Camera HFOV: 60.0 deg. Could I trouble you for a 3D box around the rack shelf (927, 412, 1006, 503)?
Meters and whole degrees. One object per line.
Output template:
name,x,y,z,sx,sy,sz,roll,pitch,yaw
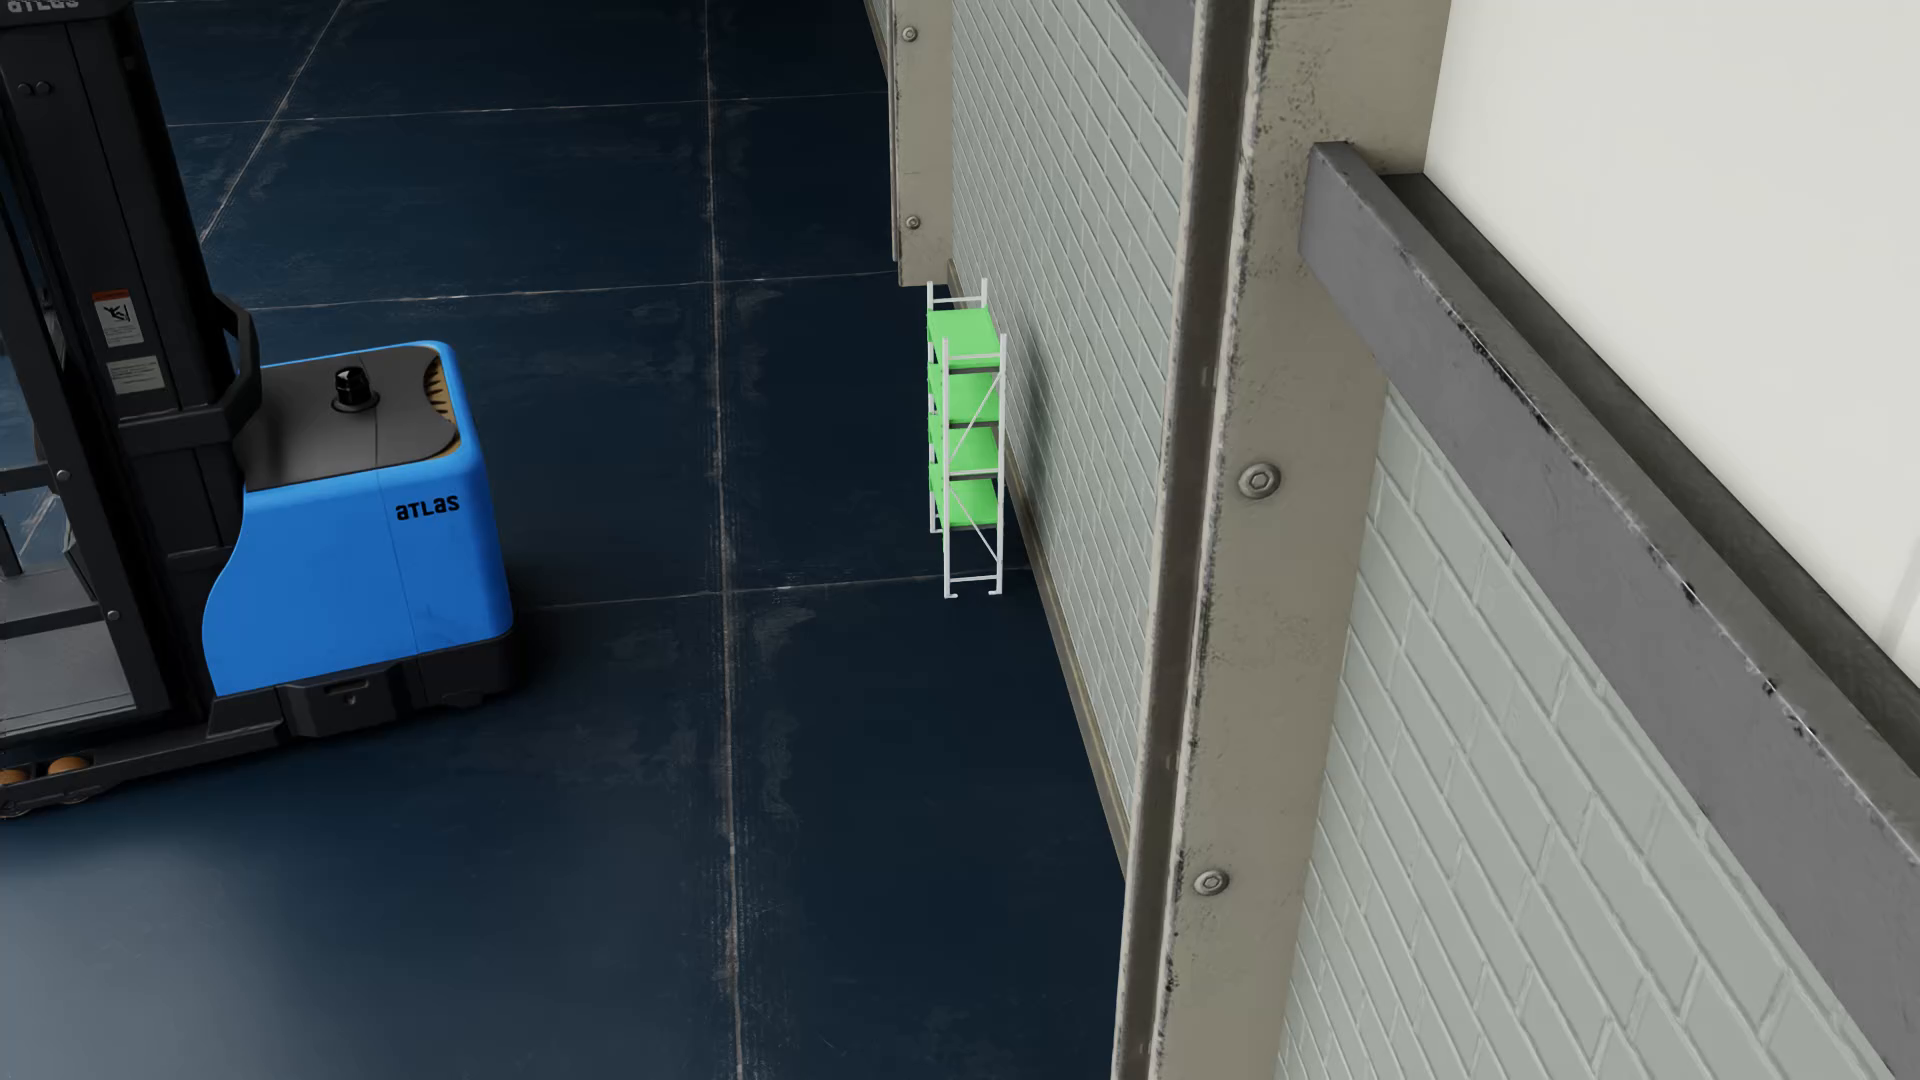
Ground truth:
rack shelf,0.022,-0.351,6.813,0.258,0.148,0.480,-4,35,-6

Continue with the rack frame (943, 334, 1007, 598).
rack frame,0.055,-0.267,6.577,0.240,1.200,0.015,-4,35,-6

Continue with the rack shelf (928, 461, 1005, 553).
rack shelf,0.022,-0.152,6.948,0.258,0.148,0.480,-4,35,-6

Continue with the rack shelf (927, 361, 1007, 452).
rack shelf,0.022,-0.549,6.677,0.258,0.148,0.480,-4,35,-6

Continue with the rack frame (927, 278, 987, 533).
rack frame,-0.011,-0.540,6.976,0.240,1.200,0.015,-4,35,-6

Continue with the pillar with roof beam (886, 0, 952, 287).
pillar with roof beam,-4.478,-4.938,6.505,9.100,9.000,0.400,-4,35,-6

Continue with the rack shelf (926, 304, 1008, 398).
rack shelf,0.022,-0.747,6.542,0.258,0.148,0.480,-4,35,-6

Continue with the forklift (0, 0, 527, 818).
forklift,-3.232,-0.577,5.494,3.031,2.935,1.130,-12,36,-17

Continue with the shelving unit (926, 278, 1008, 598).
shelving unit,0.022,-0.403,6.777,0.258,1.200,0.503,-4,35,-6
